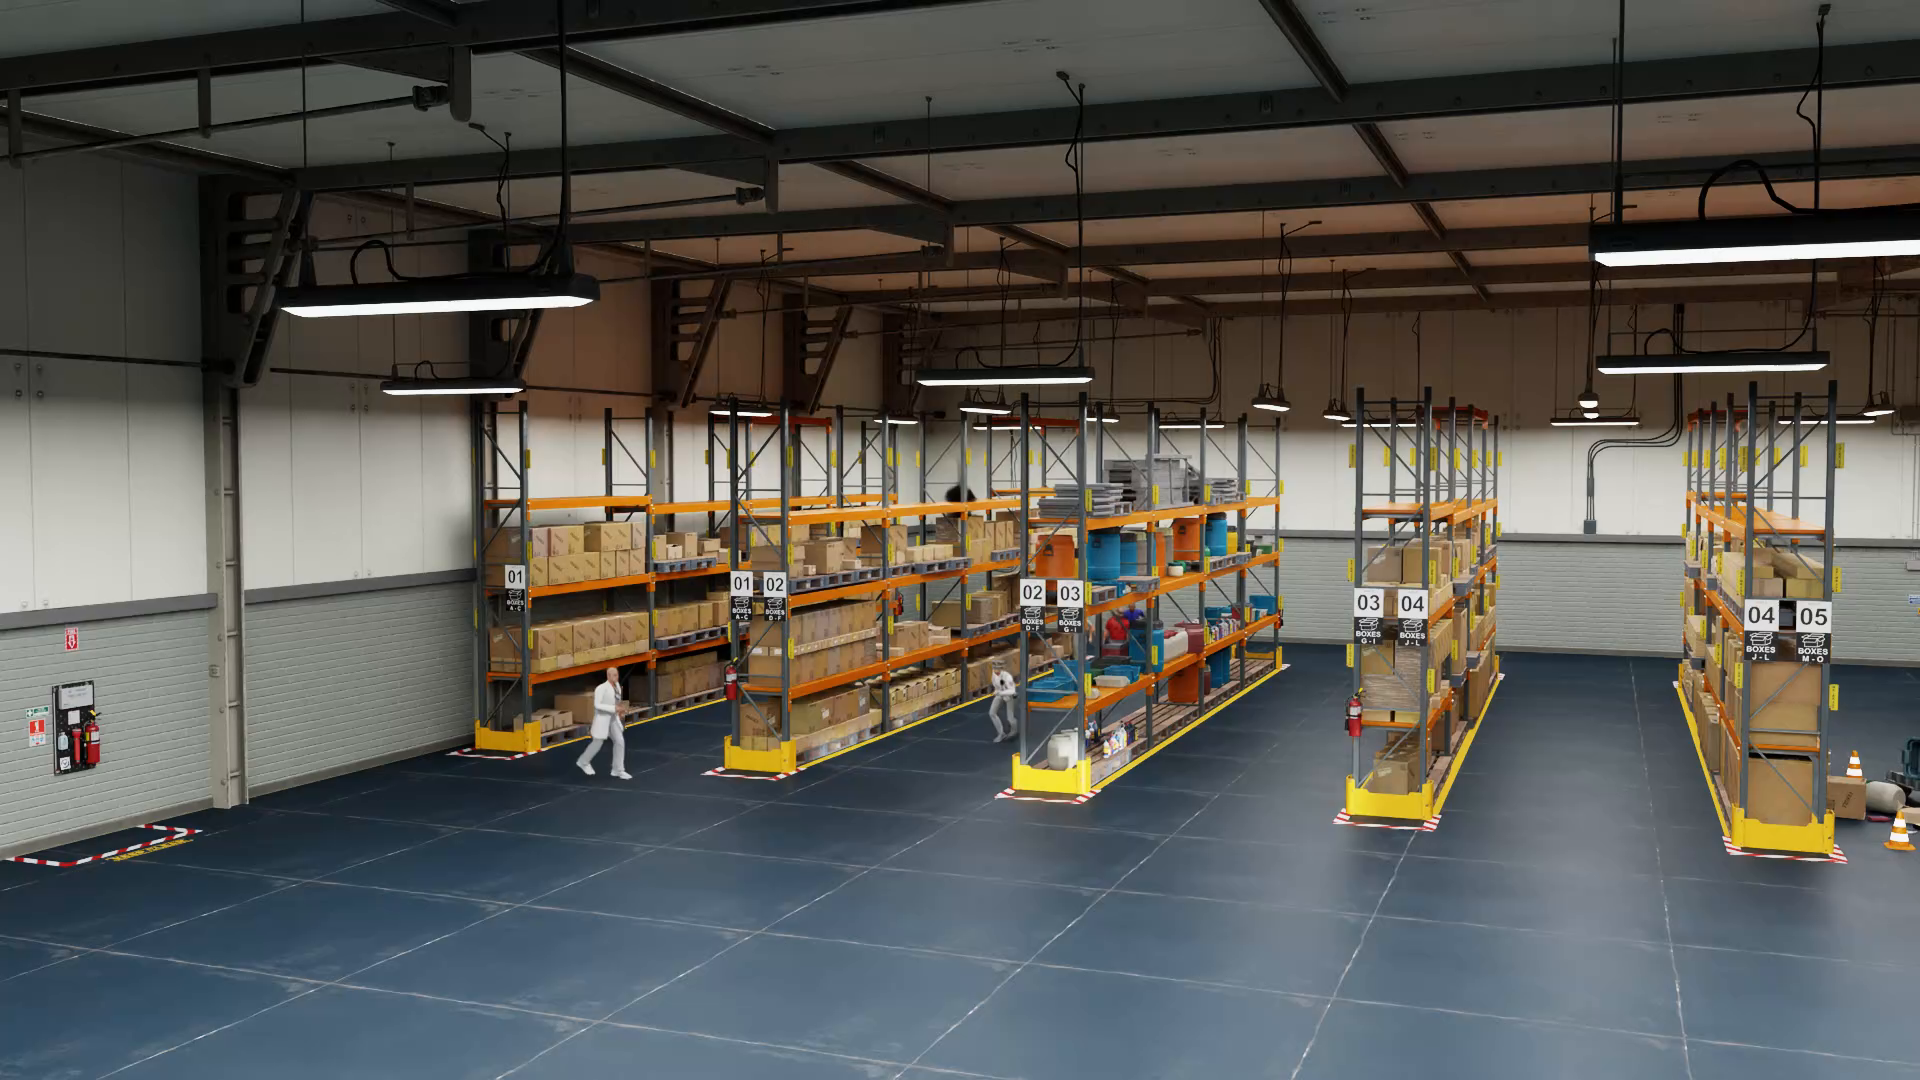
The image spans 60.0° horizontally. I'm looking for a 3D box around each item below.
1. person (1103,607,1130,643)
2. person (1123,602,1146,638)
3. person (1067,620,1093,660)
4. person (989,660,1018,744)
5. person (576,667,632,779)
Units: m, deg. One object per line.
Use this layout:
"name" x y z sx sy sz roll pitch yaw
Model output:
"person" 3.444 2.340 37.304 0.753 1.703 0.562 0 3 2
"person" 4.206 2.268 40.408 0.600 1.619 0.959 0 3 5
"person" 2.663 2.347 37.204 0.541 1.718 0.827 1 3 22
"person" 0.813 2.817 29.331 0.619 1.478 1.061 2 3 32
"person" -5.594 2.856 26.072 1.041 1.756 0.696 2 3 33
